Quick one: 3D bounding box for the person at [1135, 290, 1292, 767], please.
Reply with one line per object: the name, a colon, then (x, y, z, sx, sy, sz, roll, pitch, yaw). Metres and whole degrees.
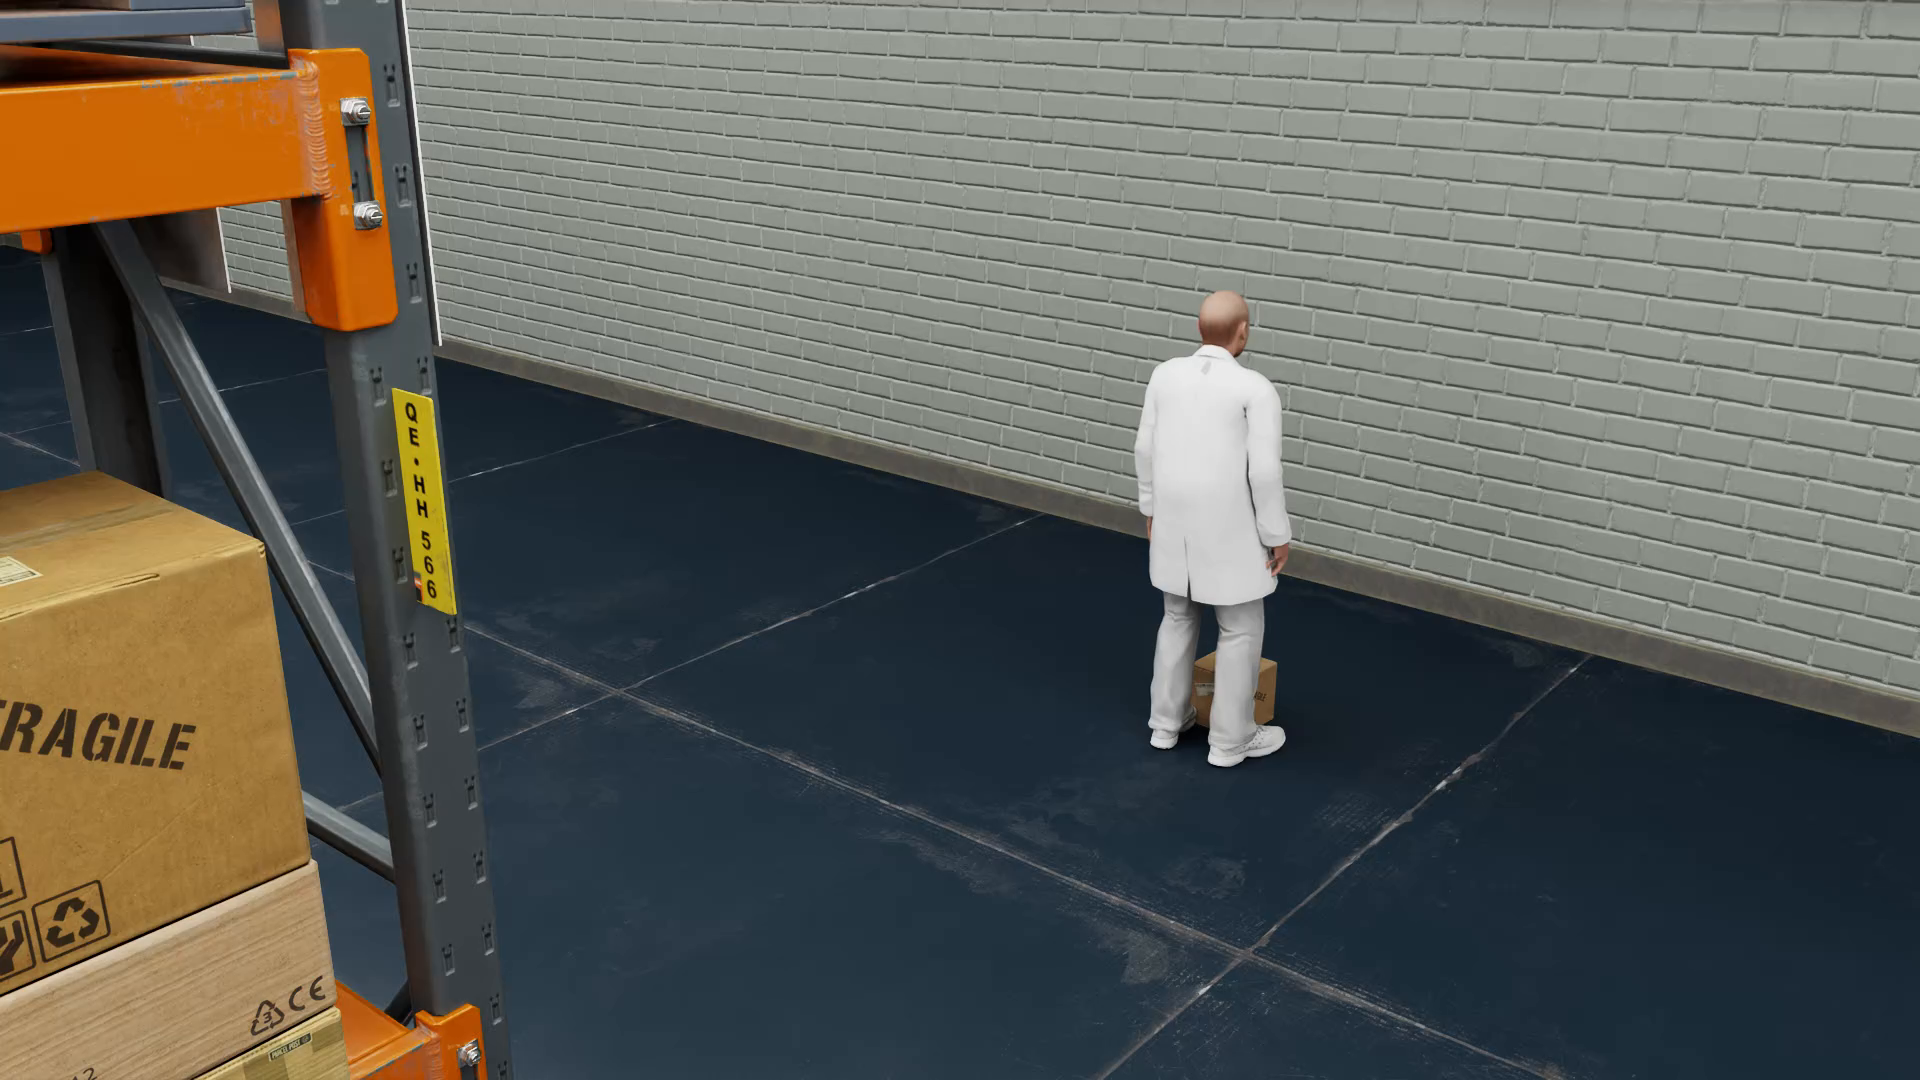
person: (0.938, -0.043, 6.215, 0.644, 1.774, 0.424, 16, 25, 37)
